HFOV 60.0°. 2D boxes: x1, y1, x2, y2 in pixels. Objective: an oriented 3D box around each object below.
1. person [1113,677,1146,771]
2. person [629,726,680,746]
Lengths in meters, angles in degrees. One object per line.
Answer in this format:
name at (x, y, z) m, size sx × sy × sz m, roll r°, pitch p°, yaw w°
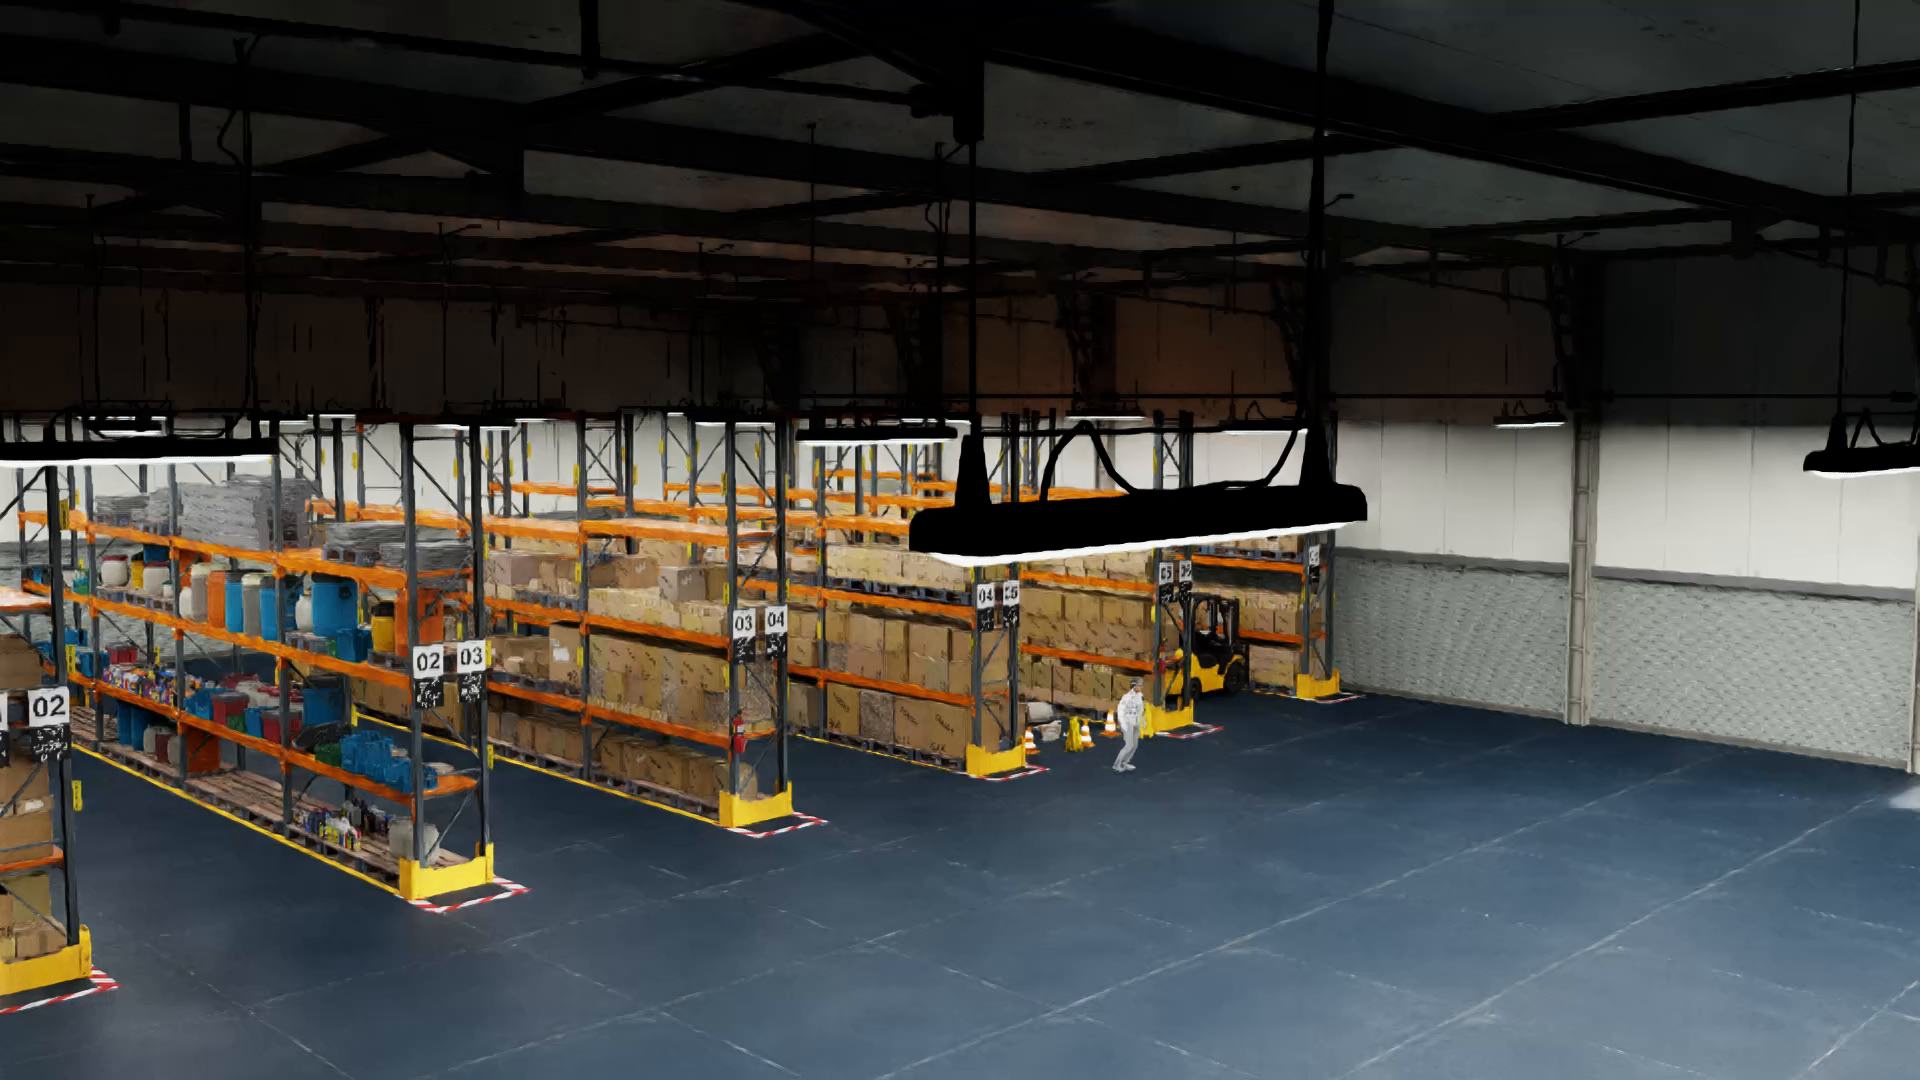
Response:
person at (2.875, 3.091, 28.041) m, size 0.506 × 1.632 × 0.639 m, roll 5°, pitch 7°, yaw 43°
person at (-5.508, 2.894, 29.603) m, size 0.842 × 1.719 × 0.676 m, roll 3°, pitch 6°, yaw 29°
